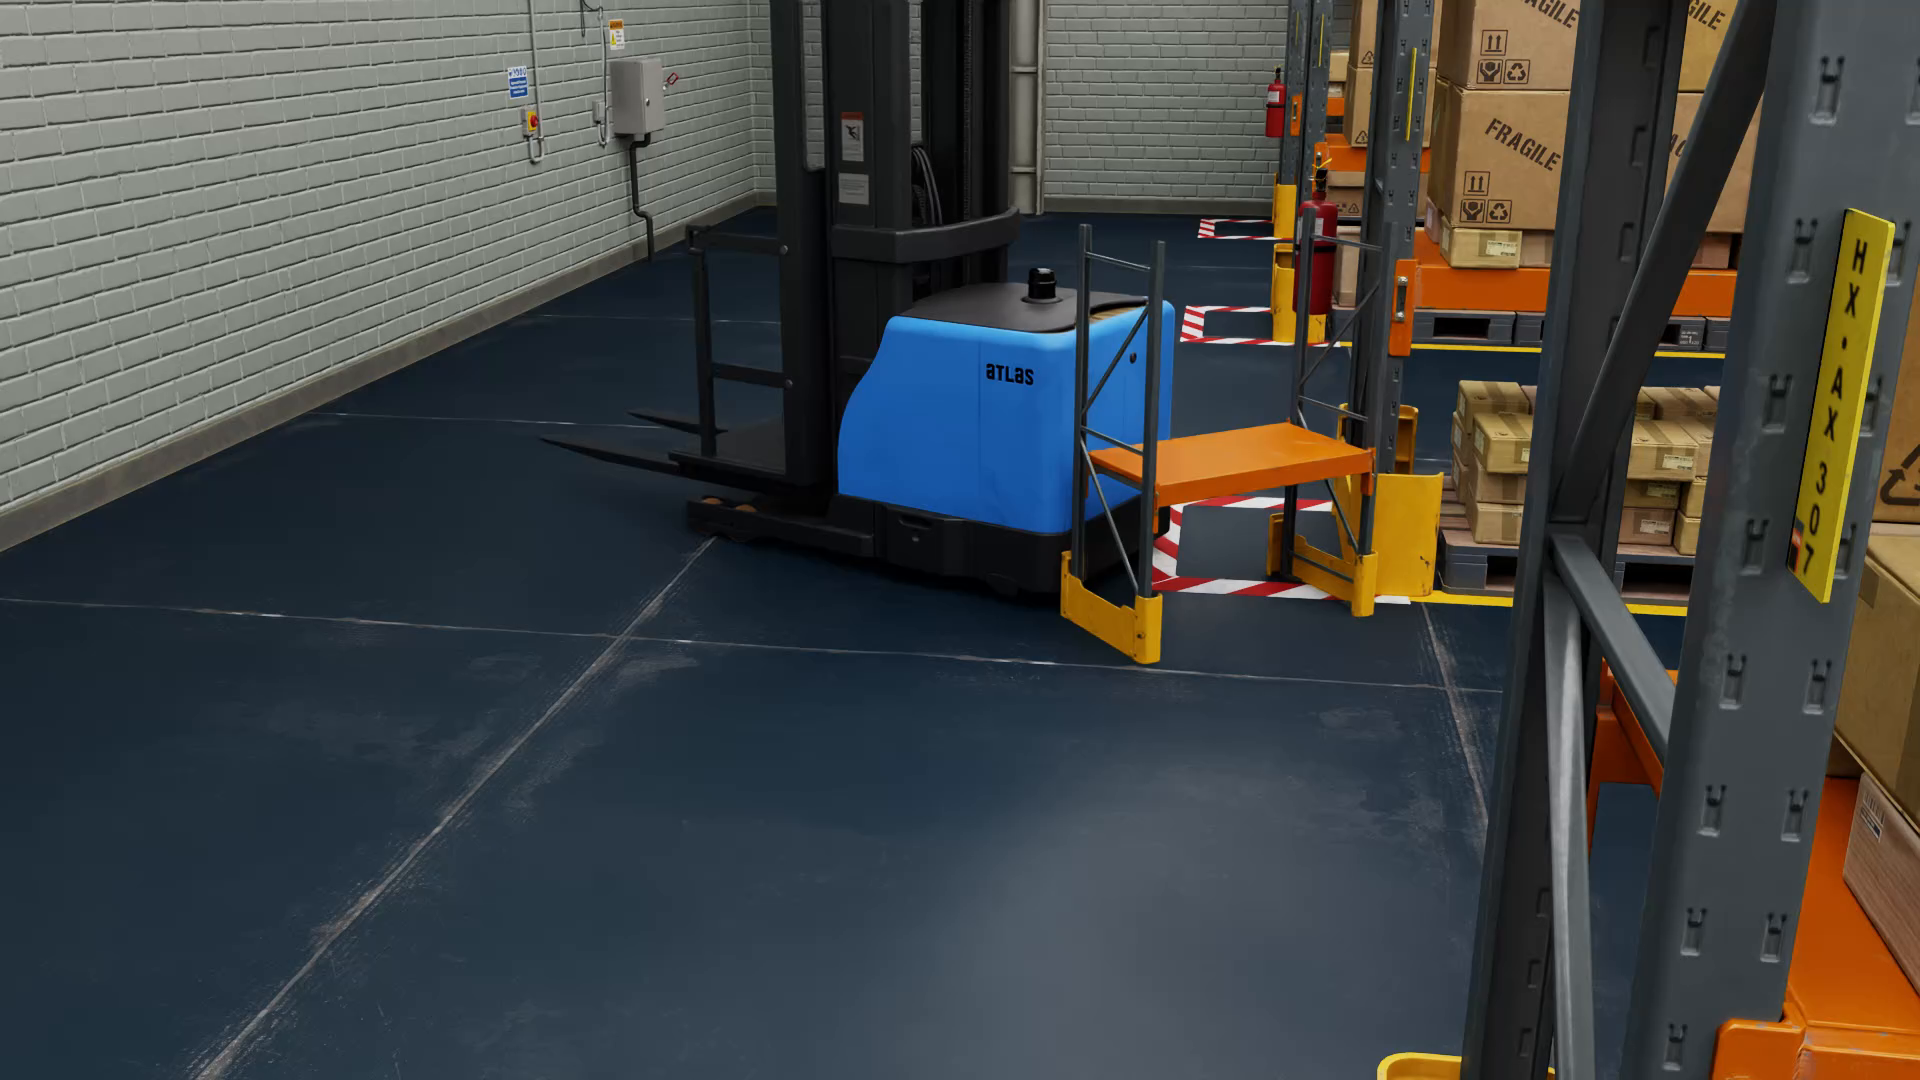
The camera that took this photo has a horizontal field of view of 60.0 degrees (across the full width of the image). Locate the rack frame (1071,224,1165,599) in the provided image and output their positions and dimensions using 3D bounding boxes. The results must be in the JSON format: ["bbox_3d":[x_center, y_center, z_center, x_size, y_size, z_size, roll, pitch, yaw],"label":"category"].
[{"bbox_3d":[0.554,-0.350,5.986,0.032,1.500,0.500,-10,21,-26],"label":"rack frame"}]

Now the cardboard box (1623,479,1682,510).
[{"bbox_3d":[2.727,-0.253,6.695,0.250,0.149,0.380,3,19,9],"label":"cardboard box"}]

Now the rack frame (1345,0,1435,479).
[{"bbox_3d":[1.733,-1.388,6.724,0.127,3.000,1.000,3,19,9],"label":"rack frame"}]

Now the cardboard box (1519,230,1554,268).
[{"bbox_3d":[2.259,-1.150,6.409,0.250,0.149,0.380,4,19,11],"label":"cardboard box"}]

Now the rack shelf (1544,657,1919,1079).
[{"bbox_3d":[2.822,0.603,1.909,4.000,0.370,1.077,3,19,9],"label":"rack shelf"}]

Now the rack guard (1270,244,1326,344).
[{"bbox_3d":[2.395,-1.760,11.774,0.348,0.500,1.175,3,19,9],"label":"rack guard"}]

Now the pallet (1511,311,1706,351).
[{"bbox_3d":[4.422,-1.544,11.584,1.213,0.211,1.003,3,19,9],"label":"pallet"}]

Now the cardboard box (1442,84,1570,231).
[{"bbox_3d":[2.133,-1.467,6.335,0.500,0.500,0.500,4,19,11],"label":"cardboard box"}]

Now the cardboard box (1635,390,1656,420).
[{"bbox_3d":[2.811,-0.566,7.162,0.250,0.149,0.380,3,19,7],"label":"cardboard box"}]

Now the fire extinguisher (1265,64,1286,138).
[{"bbox_3d":[2.984,-4.148,15.683,0.183,0.674,0.296,3,19,9],"label":"fire extinguisher"}]

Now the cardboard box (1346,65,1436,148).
[{"bbox_3d":[2.847,-2.877,11.017,0.500,0.500,0.500,3,19,8],"label":"cardboard box"}]

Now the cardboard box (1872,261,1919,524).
[{"bbox_3d":[1.370,-0.323,2.126,0.500,0.500,0.500,3,19,9],"label":"cardboard box"}]

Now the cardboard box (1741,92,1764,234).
[{"bbox_3d":[3.147,-1.420,6.193,0.500,0.500,0.500,3,19,9],"label":"cardboard box"}]

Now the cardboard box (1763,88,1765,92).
[{"bbox_3d":[3.144,-1.888,6.017,0.500,0.500,0.500,2,19,7],"label":"cardboard box"}]

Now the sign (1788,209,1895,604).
[{"bbox_3d":[0.753,-0.114,1.427,0.005,0.325,0.100,3,19,9],"label":"sign"}]

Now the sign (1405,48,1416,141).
[{"bbox_3d":[1.648,-1.629,6.079,0.005,0.325,0.100,3,19,9],"label":"sign"}]

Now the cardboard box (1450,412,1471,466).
[{"bbox_3d":[2.300,-0.439,7.250,0.250,0.149,0.380,2,19,7],"label":"cardboard box"}]

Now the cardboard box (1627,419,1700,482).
[{"bbox_3d":[2.717,-0.356,6.532,0.250,0.149,0.380,3,19,9],"label":"cardboard box"}]

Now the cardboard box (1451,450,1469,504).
[{"bbox_3d":[2.286,-0.274,7.226,0.250,0.149,0.380,3,19,10],"label":"cardboard box"}]

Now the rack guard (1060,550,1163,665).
[{"bbox_3d":[0.556,0.242,6.185,0.087,0.250,0.587,-10,21,-26],"label":"rack guard"}]

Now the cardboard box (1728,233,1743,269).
[{"bbox_3d":[3.058,-1.128,6.344,0.250,0.149,0.380,3,19,8],"label":"cardboard box"}]

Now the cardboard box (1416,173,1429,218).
[{"bbox_3d":[4.629,-3.397,16.007,0.500,0.500,0.700,4,19,11],"label":"cardboard box"}]

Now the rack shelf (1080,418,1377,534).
[{"bbox_3d":[1.003,-0.255,6.269,1.000,0.185,0.538,-10,21,-26],"label":"rack shelf"}]

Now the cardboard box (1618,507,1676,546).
[{"bbox_3d":[2.718,-0.111,6.738,0.250,0.149,0.380,3,19,9],"label":"cardboard box"}]

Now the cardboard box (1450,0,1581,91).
[{"bbox_3d":[2.135,-1.945,6.186,0.500,0.500,0.500,3,19,8],"label":"cardboard box"}]

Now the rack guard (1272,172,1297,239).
[{"bbox_3d":[3.277,-3.310,16.407,0.348,0.500,1.175,3,19,9],"label":"rack guard"}]

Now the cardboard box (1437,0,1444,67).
[{"bbox_3d":[3.359,-3.328,10.790,0.500,0.500,0.500,2,19,7],"label":"cardboard box"}]

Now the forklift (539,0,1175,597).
[{"bbox_3d":[-0.604,-1.503,7.177,3.031,2.935,1.130,12,22,31],"label":"forklift"}]

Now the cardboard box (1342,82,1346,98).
[{"bbox_3d":[3.742,-4.279,15.761,0.250,0.149,0.380,3,19,10],"label":"cardboard box"}]

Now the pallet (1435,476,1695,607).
[{"bbox_3d":[2.605,-0.010,7.000,1.213,0.211,1.003,3,19,9],"label":"pallet"}]

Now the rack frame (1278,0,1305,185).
[{"bbox_3d":[3.202,-4.499,16.022,0.127,3.000,1.000,3,19,9],"label":"rack frame"}]

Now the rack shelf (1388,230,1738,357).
[{"bbox_3d":[3.708,-0.946,6.537,4.000,0.370,1.077,3,19,9],"label":"rack shelf"}]

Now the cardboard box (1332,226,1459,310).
[{"bbox_3d":[3.086,-1.926,11.708,0.875,0.438,0.875,2,19,7],"label":"cardboard box"}]

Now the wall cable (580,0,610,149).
[{"bbox_3d":[-2.939,-4.147,13.369,0.122,1.984,0.588,3,19,9],"label":"wall cable"}]

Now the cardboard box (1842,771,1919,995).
[{"bbox_3d":[1.145,0.401,1.773,0.250,0.149,0.380,3,19,9],"label":"cardboard box"}]

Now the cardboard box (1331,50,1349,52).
[{"bbox_3d":[3.699,-4.629,16.178,0.500,0.250,0.500,3,19,10],"label":"cardboard box"}]

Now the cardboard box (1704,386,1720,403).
[{"bbox_3d":[3.331,-0.537,7.075,0.250,0.149,0.380,4,19,11],"label":"cardboard box"}]

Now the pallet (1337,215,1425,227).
[{"bbox_3d":[4.065,-3.133,16.334,1.213,0.211,1.003,3,19,9],"label":"pallet"}]

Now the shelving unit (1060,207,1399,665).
[{"bbox_3d":[0.995,-0.425,6.208,1.083,1.500,0.587,-10,21,-26],"label":"shelving unit"}]

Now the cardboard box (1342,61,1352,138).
[{"bbox_3d":[2.937,-3.050,11.533,0.500,0.500,0.500,3,19,9],"label":"cardboard box"}]

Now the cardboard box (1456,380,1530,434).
[{"bbox_3d":[2.296,-0.570,7.173,0.250,0.149,0.380,3,19,9],"label":"cardboard box"}]

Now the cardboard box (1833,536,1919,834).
[{"bbox_3d":[1.278,0.200,1.747,0.500,0.250,0.500,2,19,7],"label":"cardboard box"}]
